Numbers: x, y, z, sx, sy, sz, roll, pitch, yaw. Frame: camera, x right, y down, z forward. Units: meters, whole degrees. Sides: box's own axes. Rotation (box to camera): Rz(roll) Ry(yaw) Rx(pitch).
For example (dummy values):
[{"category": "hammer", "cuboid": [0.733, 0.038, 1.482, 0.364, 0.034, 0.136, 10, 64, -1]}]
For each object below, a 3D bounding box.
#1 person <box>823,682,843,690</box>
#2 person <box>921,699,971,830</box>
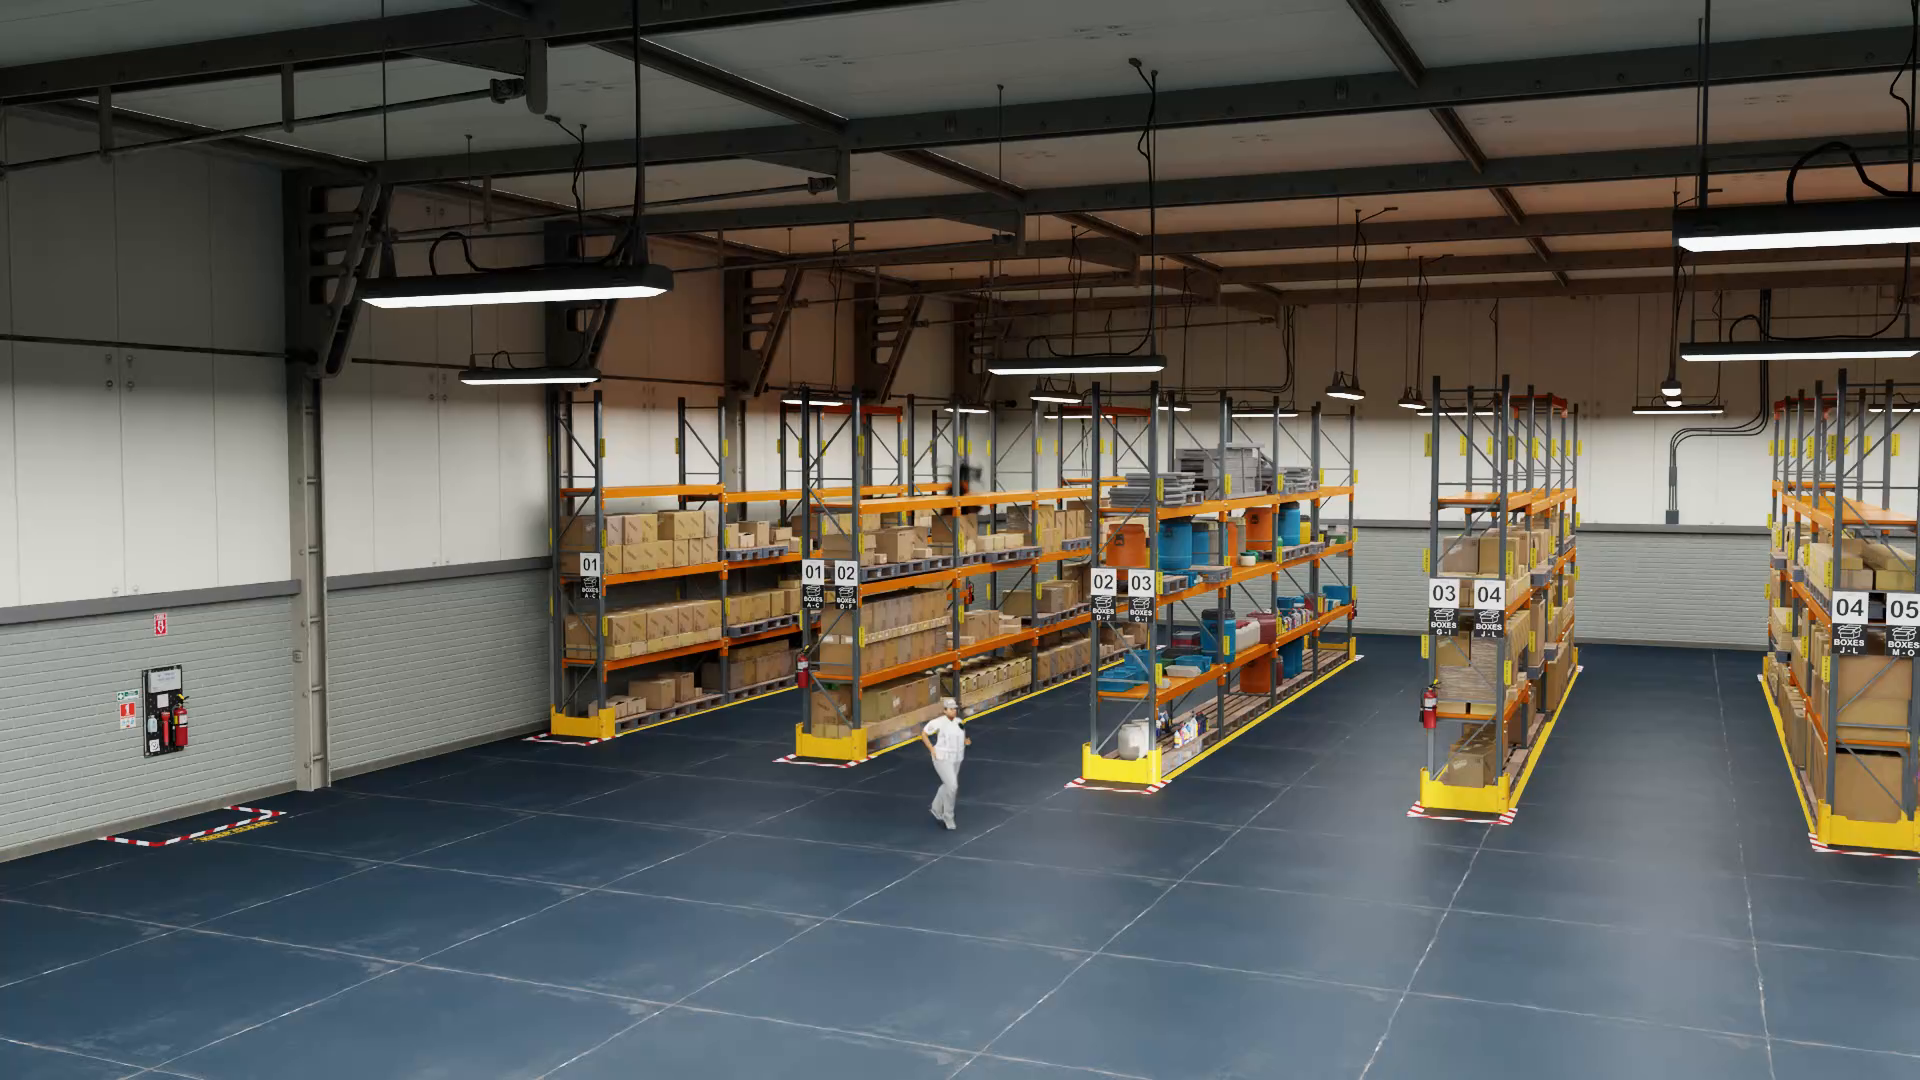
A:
[{"category": "person", "cuboid": [-2.242, 2.444, 30.625, 0.659, 1.729, 0.720, 2, 4, 28]}, {"category": "person", "cuboid": [-0.154, 2.966, 22.059, 0.584, 1.728, 0.738, -3, 4, -44]}]
